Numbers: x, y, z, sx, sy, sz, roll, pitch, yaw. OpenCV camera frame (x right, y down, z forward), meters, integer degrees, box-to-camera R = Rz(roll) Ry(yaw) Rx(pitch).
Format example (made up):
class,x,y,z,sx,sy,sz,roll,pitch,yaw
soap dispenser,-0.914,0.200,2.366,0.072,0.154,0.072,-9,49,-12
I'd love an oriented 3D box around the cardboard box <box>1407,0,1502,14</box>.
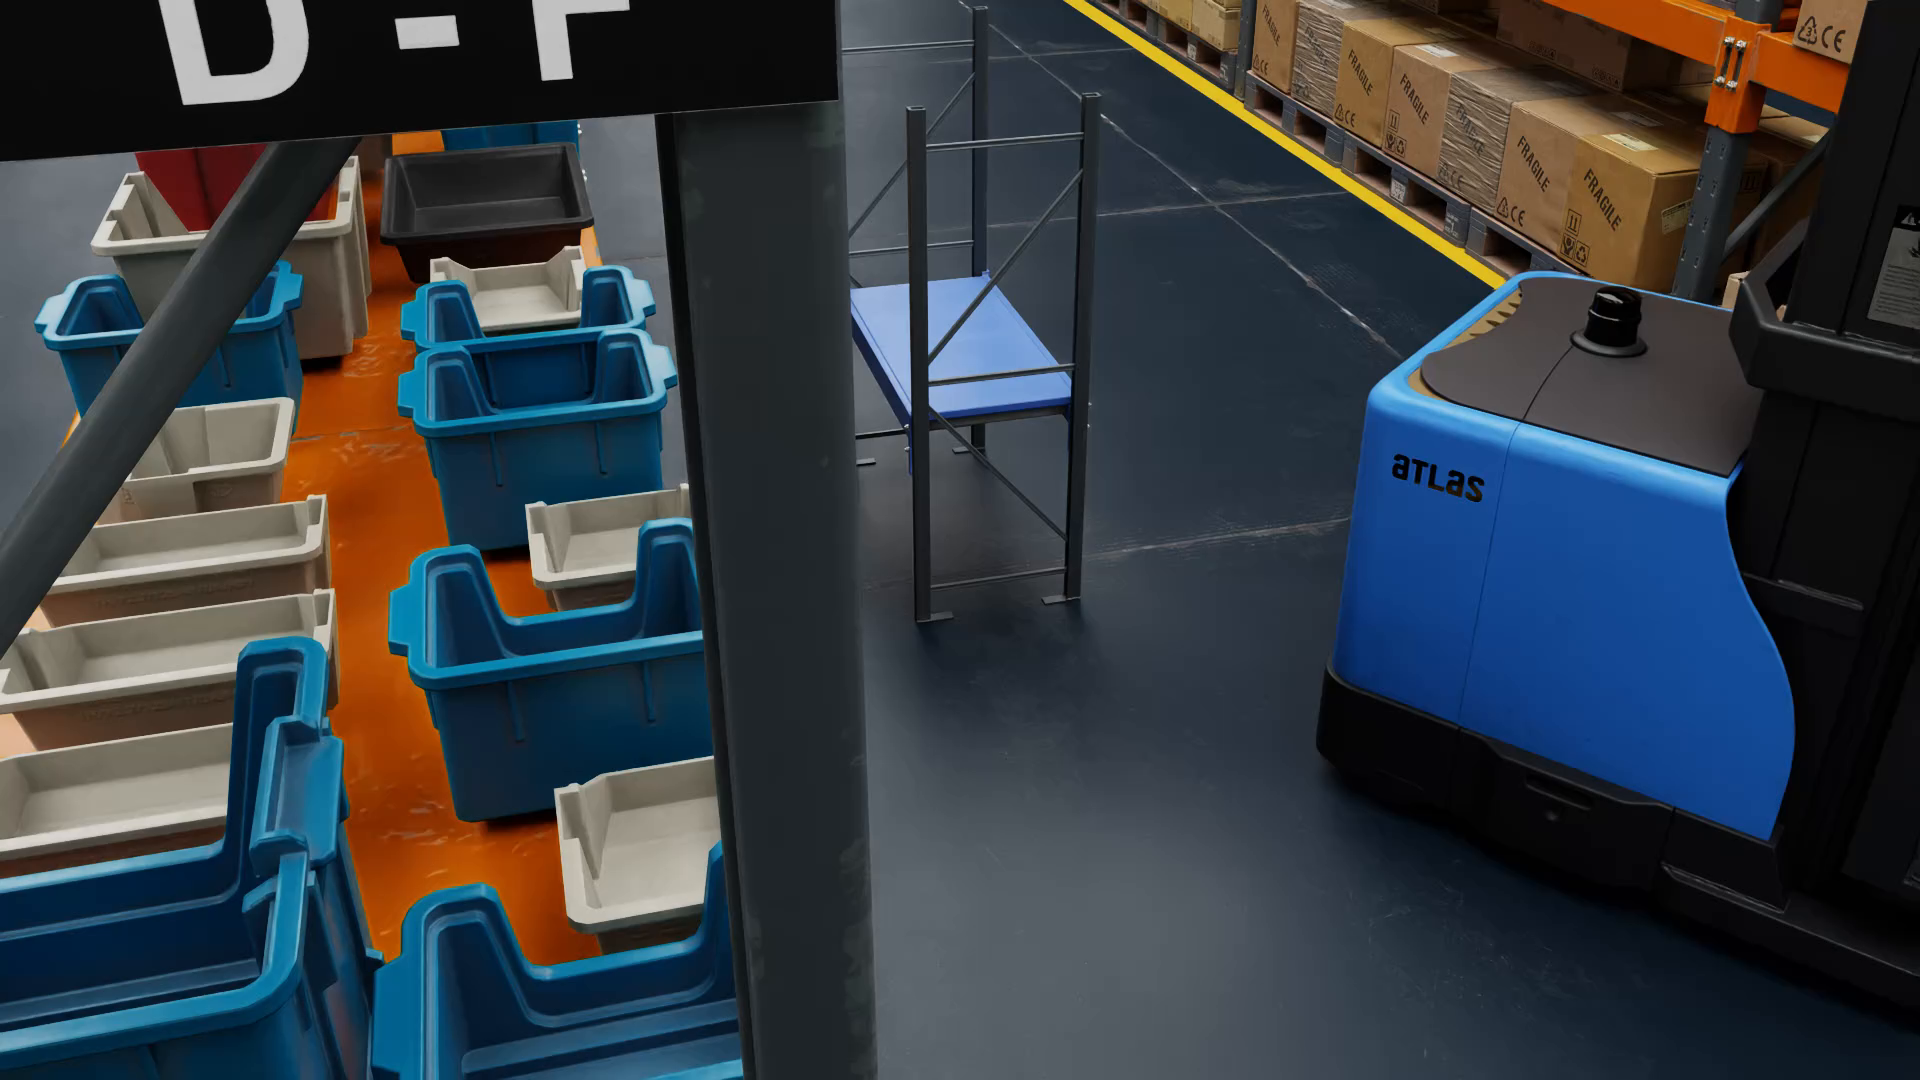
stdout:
class,x,y,z,sx,sy,sz,roll,pitch,yaw
cardboard box,2.591,-2.909,8.589,0.500,0.250,0.500,-7,31,-11

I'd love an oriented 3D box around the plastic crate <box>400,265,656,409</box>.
class,x,y,z,sx,sy,sz,roll,pitch,yaw
plastic crate,-0.733,-0.300,2.881,0.416,0.233,0.300,-8,31,-13

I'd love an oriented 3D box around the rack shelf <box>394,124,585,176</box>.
class,x,y,z,sx,sy,sz,roll,pitch,yaw
rack shelf,-2.148,-1.989,6.410,1.077,0.370,4.000,-8,31,-13

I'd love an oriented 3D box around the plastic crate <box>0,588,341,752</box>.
class,x,y,z,sx,sy,sz,roll,pitch,yaw
plastic crate,-1.010,0.174,2.159,0.396,0.136,0.243,-8,31,-13

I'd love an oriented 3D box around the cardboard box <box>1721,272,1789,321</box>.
class,x,y,z,sx,sy,sz,roll,pitch,yaw
cardboard box,3.062,-0.787,5.860,0.500,0.311,0.500,-8,31,-13

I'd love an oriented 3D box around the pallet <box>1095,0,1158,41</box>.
class,x,y,z,sx,sy,sz,roll,pitch,yaw
pallet,1.596,-3.707,11.444,1.003,0.211,1.213,-8,31,-13

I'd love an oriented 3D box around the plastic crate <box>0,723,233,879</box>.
class,x,y,z,sx,sy,sz,roll,pitch,yaw
plastic crate,-0.947,0.316,1.914,0.396,0.136,0.243,-8,31,-13

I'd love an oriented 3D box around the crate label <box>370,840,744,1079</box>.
class,x,y,z,sx,sy,sz,roll,pitch,yaw
crate label,-0.304,0.481,1.532,0.416,0.233,0.303,-8,31,-13

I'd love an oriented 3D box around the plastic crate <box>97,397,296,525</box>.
class,x,y,z,sx,sy,sz,roll,pitch,yaw
plastic crate,-1.204,-0.098,2.628,0.298,0.136,0.250,-8,31,-13

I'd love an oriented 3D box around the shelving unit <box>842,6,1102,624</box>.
class,x,y,z,sx,sy,sz,roll,pitch,yaw
shelving unit,-0.023,-0.690,4.945,0.538,1.500,1.048,-8,31,-13

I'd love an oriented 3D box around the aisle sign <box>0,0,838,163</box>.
class,x,y,z,sx,sy,sz,roll,pitch,yaw
aisle sign,-0.250,-0.532,0.581,0.394,0.787,0.004,-8,31,-13

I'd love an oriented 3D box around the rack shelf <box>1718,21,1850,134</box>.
class,x,y,z,sx,sy,sz,roll,pitch,yaw
rack shelf,3.690,-0.714,4.207,1.077,0.370,4.000,-8,31,-13

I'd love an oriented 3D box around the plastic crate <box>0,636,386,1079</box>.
class,x,y,z,sx,sy,sz,roll,pitch,yaw
plastic crate,-0.825,0.419,1.436,0.616,0.435,0.499,-8,31,-13

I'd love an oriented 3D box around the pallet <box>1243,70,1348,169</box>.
class,x,y,z,sx,sy,sz,roll,pitch,yaw
pallet,2.259,-2.351,9.101,1.003,0.211,1.213,-8,31,-13

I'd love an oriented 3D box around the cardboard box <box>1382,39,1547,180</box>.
class,x,y,z,sx,sy,sz,roll,pitch,yaw
cardboard box,2.359,-2.028,7.815,0.500,0.500,0.500,-9,31,-15

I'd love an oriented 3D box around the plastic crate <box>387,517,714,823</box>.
class,x,y,z,sx,sy,sz,roll,pitch,yaw
plastic crate,-0.479,0.163,2.082,0.416,0.233,0.300,-8,31,-13

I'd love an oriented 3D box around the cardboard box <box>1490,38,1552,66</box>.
class,x,y,z,sx,sy,sz,roll,pitch,yaw
cardboard box,2.854,-2.109,7.955,0.500,0.500,0.500,-9,31,-15

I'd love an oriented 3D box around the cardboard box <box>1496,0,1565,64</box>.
class,x,y,z,sx,sy,sz,roll,pitch,yaw
cardboard box,2.867,-2.416,7.737,0.500,0.250,0.500,-8,31,-14

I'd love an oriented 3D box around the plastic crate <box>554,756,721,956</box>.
class,x,y,z,sx,sy,sz,roll,pitch,yaw
plastic crate,-0.309,0.357,1.843,0.250,0.136,0.298,-8,31,-13

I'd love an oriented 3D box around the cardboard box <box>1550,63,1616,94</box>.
class,x,y,z,sx,sy,sz,roll,pitch,yaw
cardboard box,2.988,-1.864,7.533,0.500,0.500,0.500,-7,31,-13

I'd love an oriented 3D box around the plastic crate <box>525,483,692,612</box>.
class,x,y,z,sx,sy,sz,roll,pitch,yaw
plastic crate,-0.489,0.029,2.409,0.250,0.136,0.298,-8,31,-13

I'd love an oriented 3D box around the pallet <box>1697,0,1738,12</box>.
class,x,y,z,sx,sy,sz,roll,pitch,yaw
pallet,3.052,-2.309,6.436,1.003,0.211,1.213,-8,31,-13

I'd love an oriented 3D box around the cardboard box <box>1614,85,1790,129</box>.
class,x,y,z,sx,sy,sz,roll,pitch,yaw
cardboard box,3.113,-1.622,7.114,0.500,0.500,0.500,-7,31,-13

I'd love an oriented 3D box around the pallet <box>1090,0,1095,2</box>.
class,x,y,z,sx,sy,sz,roll,pitch,yaw
pallet,1.269,-4.298,12.464,1.003,0.211,1.213,-8,31,-13

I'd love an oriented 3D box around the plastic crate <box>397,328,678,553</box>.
class,x,y,z,sx,sy,sz,roll,pitch,yaw
plastic crate,-0.653,-0.155,2.631,0.416,0.233,0.300,-8,31,-13

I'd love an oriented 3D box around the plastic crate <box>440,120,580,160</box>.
class,x,y,z,sx,sy,sz,roll,pitch,yaw
plastic crate,-1.165,-1.173,4.239,0.392,0.384,0.575,-8,31,-13

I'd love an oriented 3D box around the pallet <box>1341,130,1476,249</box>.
class,x,y,z,sx,sy,sz,roll,pitch,yaw
pallet,2.579,-1.763,8.085,1.003,0.211,1.213,-8,31,-13

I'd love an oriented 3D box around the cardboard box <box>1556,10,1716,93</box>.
class,x,y,z,sx,sy,sz,roll,pitch,yaw
cardboard box,3.000,-2.173,7.318,0.500,0.250,0.500,-8,31,-13

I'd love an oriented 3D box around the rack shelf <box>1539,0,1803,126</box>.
class,x,y,z,sx,sy,sz,roll,pitch,yaw
rack shelf,2.628,-2.646,7.545,1.077,0.370,4.000,-8,31,-13

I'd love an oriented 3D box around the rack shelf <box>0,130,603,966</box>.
class,x,y,z,sx,sy,sz,roll,pitch,yaw
rack shelf,-1.087,-0.057,3.073,1.077,0.370,4.000,-8,31,-13

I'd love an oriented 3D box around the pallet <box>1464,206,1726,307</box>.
class,x,y,z,sx,sy,sz,roll,pitch,yaw
pallet,2.907,-1.172,7.065,1.003,0.211,1.213,-8,31,-13

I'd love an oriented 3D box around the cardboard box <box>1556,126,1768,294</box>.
class,x,y,z,sx,sy,sz,roll,pitch,yaw
cardboard box,2.752,-1.300,6.558,0.500,0.500,0.500,-8,31,-14

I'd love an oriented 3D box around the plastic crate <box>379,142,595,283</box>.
class,x,y,z,sx,sy,sz,roll,pitch,yaw
plastic crate,-1.061,-0.737,3.743,0.437,0.125,0.590,-8,31,-13

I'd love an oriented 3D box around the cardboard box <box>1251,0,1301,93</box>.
class,x,y,z,sx,sy,sz,roll,pitch,yaw
cardboard box,1.943,-2.774,9.104,0.500,0.500,0.500,-7,31,-11

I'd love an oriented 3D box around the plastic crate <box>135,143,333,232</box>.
class,x,y,z,sx,sy,sz,roll,pitch,yaw
plastic crate,-1.622,-0.924,3.728,0.402,0.464,0.583,-8,31,-13

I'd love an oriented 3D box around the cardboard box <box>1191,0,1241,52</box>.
class,x,y,z,sx,sy,sz,roll,pitch,yaw
cardboard box,1.723,-3.137,10.000,0.500,0.250,0.500,-7,31,-12

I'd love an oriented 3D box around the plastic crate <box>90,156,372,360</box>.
class,x,y,z,sx,sy,sz,roll,pitch,yaw
plastic crate,-1.390,-0.547,3.260,0.437,0.282,0.530,-8,31,-13

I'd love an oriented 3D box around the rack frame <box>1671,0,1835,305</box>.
class,x,y,z,sx,sy,sz,roll,pitch,yaw
rack frame,3.159,-1.991,5.696,1.000,3.000,0.127,-8,31,-13

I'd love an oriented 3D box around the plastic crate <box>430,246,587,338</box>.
class,x,y,z,sx,sy,sz,roll,pitch,yaw
plastic crate,-0.865,-0.445,3.228,0.293,0.136,0.466,-8,31,-13

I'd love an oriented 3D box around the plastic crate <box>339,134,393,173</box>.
class,x,y,z,sx,sy,sz,roll,pitch,yaw
plastic crate,-1.632,-1.003,4.191,0.396,0.136,0.243,-8,31,-13

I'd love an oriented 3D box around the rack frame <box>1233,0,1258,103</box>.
class,x,y,z,sx,sy,sz,roll,pitch,yaw
rack frame,2.097,-3.923,9.034,1.000,3.000,0.127,-8,31,-13

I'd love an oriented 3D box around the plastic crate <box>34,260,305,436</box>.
class,x,y,z,sx,sy,sz,roll,pitch,yaw
plastic crate,-1.348,-0.314,2.905,0.416,0.233,0.300,-8,31,-13

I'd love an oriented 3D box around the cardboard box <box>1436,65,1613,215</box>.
class,x,y,z,sx,sy,sz,roll,pitch,yaw
cardboard box,2.496,-1.782,7.391,0.500,0.500,0.500,-7,31,-13

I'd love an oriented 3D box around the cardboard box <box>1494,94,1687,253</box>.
class,x,y,z,sx,sy,sz,roll,pitch,yaw
cardboard box,2.629,-1.540,6.972,0.500,0.500,0.500,-8,31,-13

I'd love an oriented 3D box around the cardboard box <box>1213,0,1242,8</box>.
class,x,y,z,sx,sy,sz,roll,pitch,yaw
cardboard box,1.721,-3.378,9.857,0.500,0.311,0.500,-7,31,-12

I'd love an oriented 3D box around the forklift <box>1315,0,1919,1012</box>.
class,x,y,z,sx,sy,sz,roll,pitch,yaw
forklift,2.383,-0.427,3.061,3.031,2.935,1.130,21,36,31

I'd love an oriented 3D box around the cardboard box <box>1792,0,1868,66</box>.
class,x,y,z,sx,sy,sz,roll,pitch,yaw
cardboard box,3.032,-1.752,5.183,0.500,0.500,0.500,-7,31,-12

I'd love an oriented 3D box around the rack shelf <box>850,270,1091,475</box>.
class,x,y,z,sx,sy,sz,roll,pitch,yaw
rack shelf,-0.023,-0.535,5.036,0.538,0.185,1.000,-8,31,-13

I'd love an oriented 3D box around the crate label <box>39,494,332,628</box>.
class,x,y,z,sx,sy,sz,roll,pitch,yaw
crate label,-1.107,0.043,2.385,0.396,0.136,0.243,-8,31,-13

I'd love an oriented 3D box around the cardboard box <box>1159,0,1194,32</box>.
class,x,y,z,sx,sy,sz,roll,pitch,yaw
cardboard box,1.582,-3.385,10.430,0.500,0.250,0.500,-8,31,-14

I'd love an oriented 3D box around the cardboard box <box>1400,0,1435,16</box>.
class,x,y,z,sx,sy,sz,roll,pitch,yaw
cardboard box,2.572,-2.611,8.823,0.500,0.500,0.500,-7,31,-11

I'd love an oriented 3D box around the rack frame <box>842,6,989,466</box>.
class,x,y,z,sx,sy,sz,roll,pitch,yaw
rack frame,-0.158,-0.936,5.370,0.500,1.500,0.032,-8,31,-13

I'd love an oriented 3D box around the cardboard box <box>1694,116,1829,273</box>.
class,x,y,z,sx,sy,sz,roll,pitch,yaw
cardboard box,3.266,-1.366,6.672,0.500,0.500,0.500,-9,31,-16

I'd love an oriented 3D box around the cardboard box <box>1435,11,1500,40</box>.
class,x,y,z,sx,sy,sz,roll,pitch,yaw
cardboard box,2.709,-2.361,8.391,0.500,0.500,0.500,-9,31,-15

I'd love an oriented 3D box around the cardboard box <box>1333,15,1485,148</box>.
class,x,y,z,sx,sy,sz,roll,pitch,yaw
cardboard box,2.215,-2.279,8.249,0.500,0.500,0.500,-8,31,-14

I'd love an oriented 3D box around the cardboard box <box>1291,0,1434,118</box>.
class,x,y,z,sx,sy,sz,roll,pitch,yaw
cardboard box,2.087,-2.522,8.669,0.500,0.500,0.500,-9,31,-15

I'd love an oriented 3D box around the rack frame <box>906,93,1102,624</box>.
class,x,y,z,sx,sy,sz,roll,pitch,yaw
rack frame,0.112,-0.445,4.521,0.500,1.500,0.032,-8,31,-13

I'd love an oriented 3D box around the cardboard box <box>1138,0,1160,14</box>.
class,x,y,z,sx,sy,sz,roll,pitch,yaw
cardboard box,1.452,-3.628,10.850,0.500,0.250,0.500,-7,31,-12

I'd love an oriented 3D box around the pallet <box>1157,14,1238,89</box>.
class,x,y,z,sx,sy,sz,roll,pitch,yaw
pallet,1.917,-3.119,10.428,1.003,0.211,1.213,-8,31,-13
